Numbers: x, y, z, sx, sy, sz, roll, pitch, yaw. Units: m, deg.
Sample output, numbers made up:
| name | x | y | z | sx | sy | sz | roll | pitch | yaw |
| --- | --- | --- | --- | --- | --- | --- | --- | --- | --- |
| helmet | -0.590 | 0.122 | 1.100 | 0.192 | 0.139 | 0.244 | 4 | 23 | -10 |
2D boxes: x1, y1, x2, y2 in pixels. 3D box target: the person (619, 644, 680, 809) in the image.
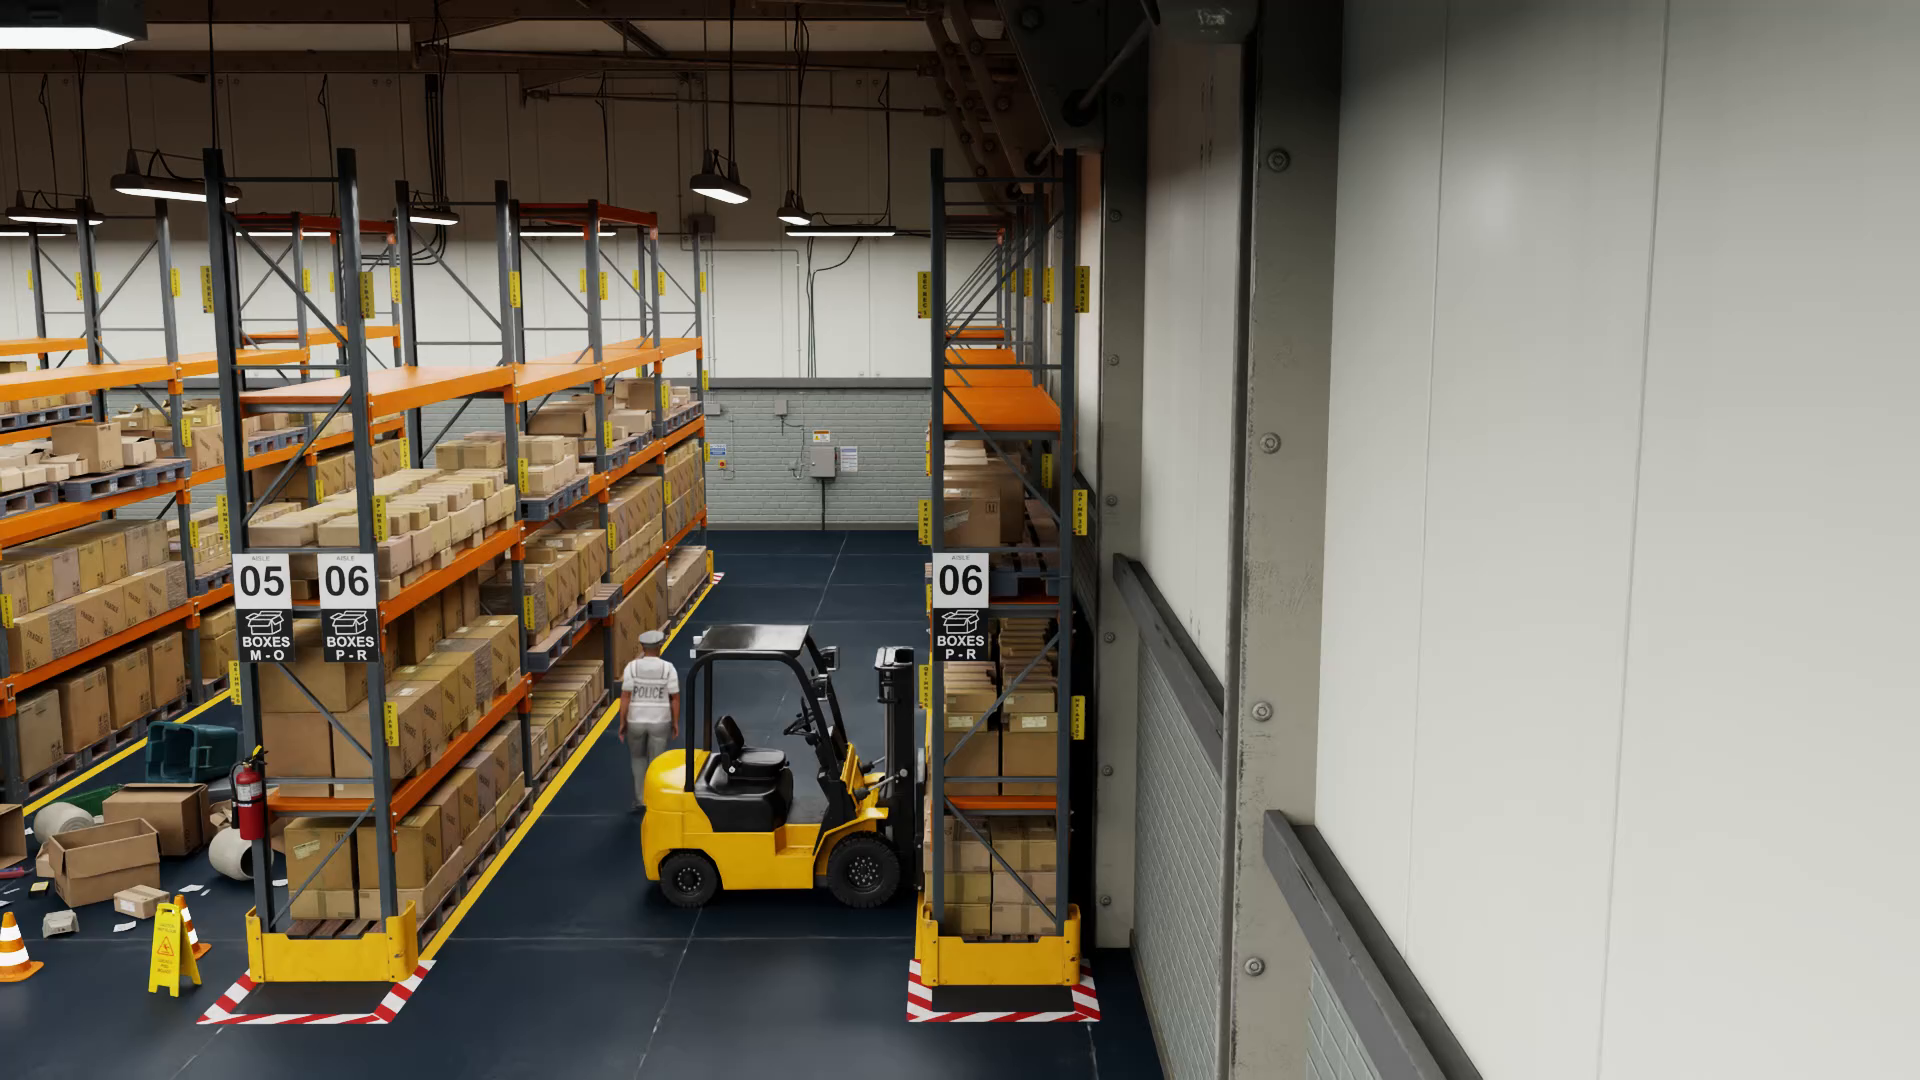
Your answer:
| name | x | y | z | sx | sy | sz | roll | pitch | yaw |
| --- | --- | --- | --- | --- | --- | --- | --- | --- | --- |
| person | -2.976 | 1.812 | 15.973 | 0.578 | 1.781 | 0.602 | -1 | 9 | -4 |
